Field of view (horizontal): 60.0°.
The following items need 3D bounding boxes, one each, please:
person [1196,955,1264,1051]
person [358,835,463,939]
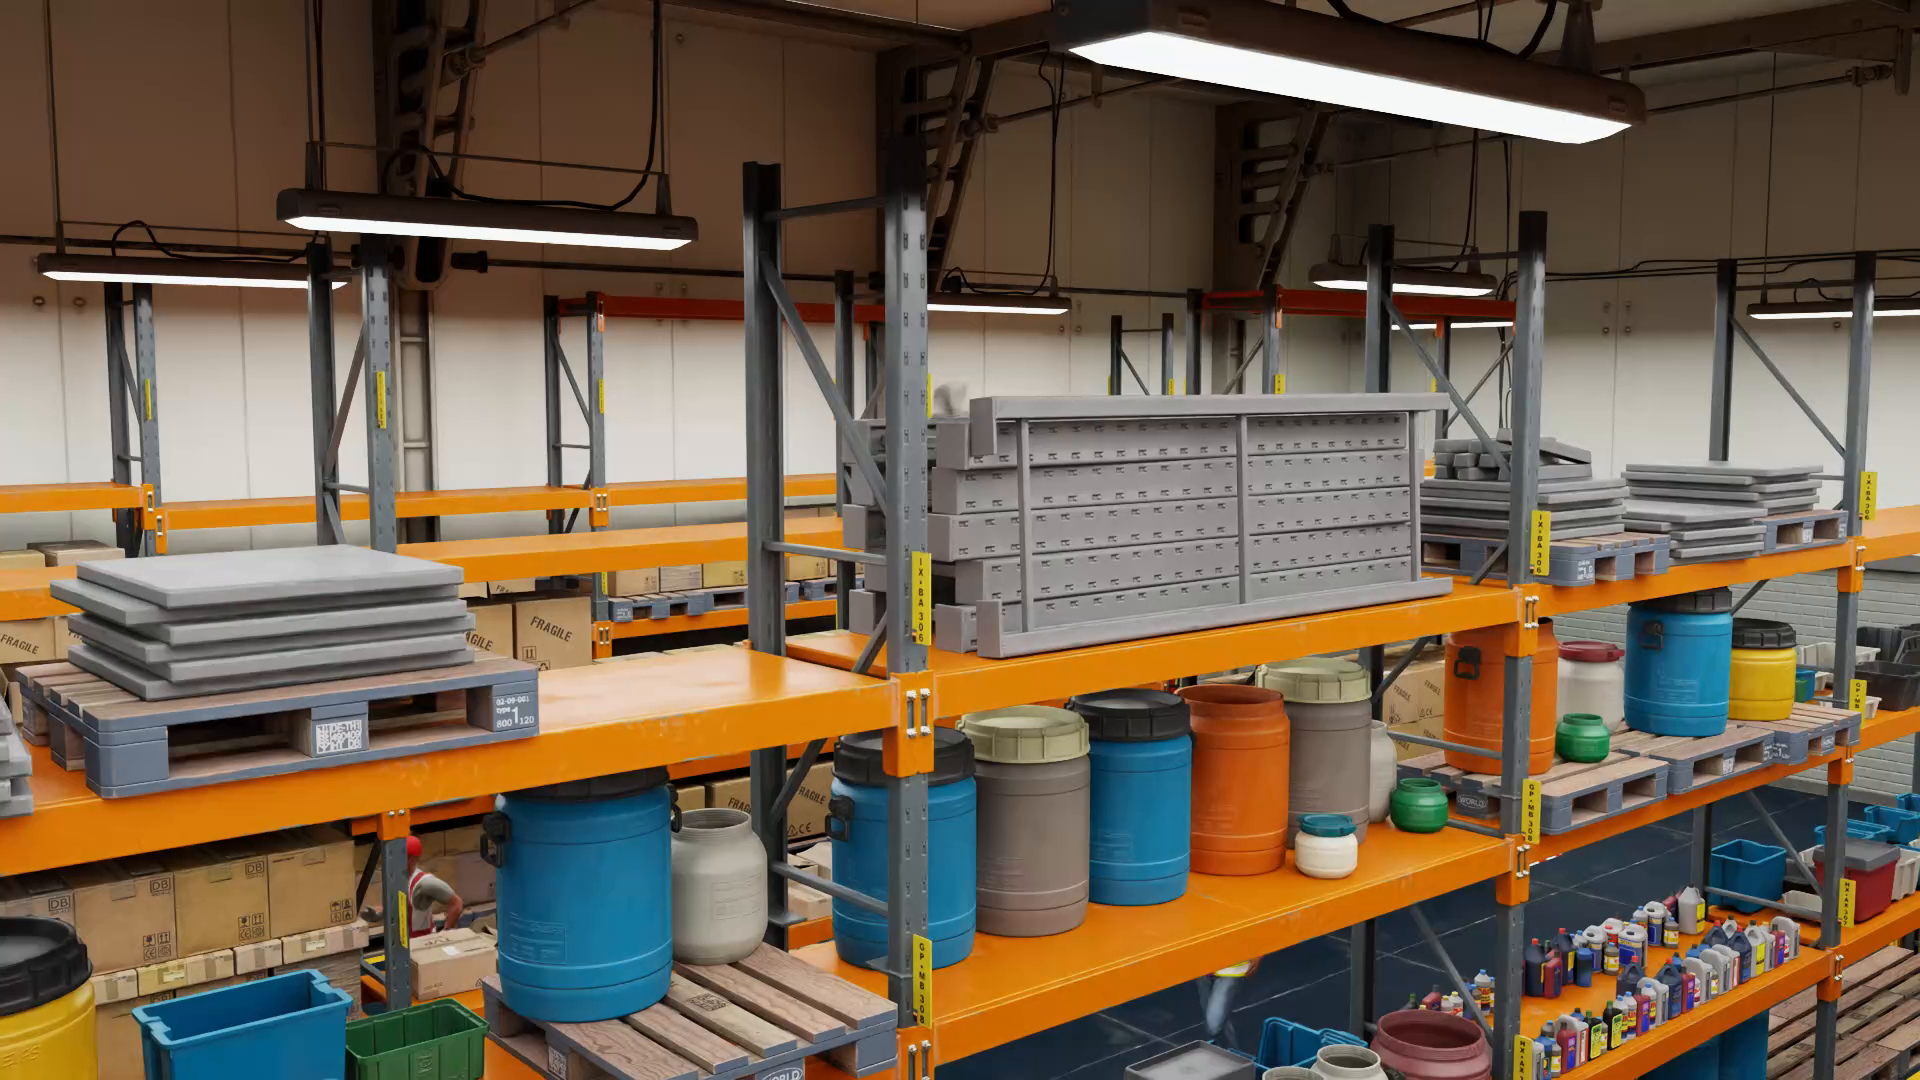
[{"bbox_3d":[1.868,3.143,11.989,0.677,1.795,0.683,5,8,44],"label":"person"},{"bbox_3d":[-4.064,3.053,12.375,0.664,1.772,0.999,5,7,40],"label":"person"}]
